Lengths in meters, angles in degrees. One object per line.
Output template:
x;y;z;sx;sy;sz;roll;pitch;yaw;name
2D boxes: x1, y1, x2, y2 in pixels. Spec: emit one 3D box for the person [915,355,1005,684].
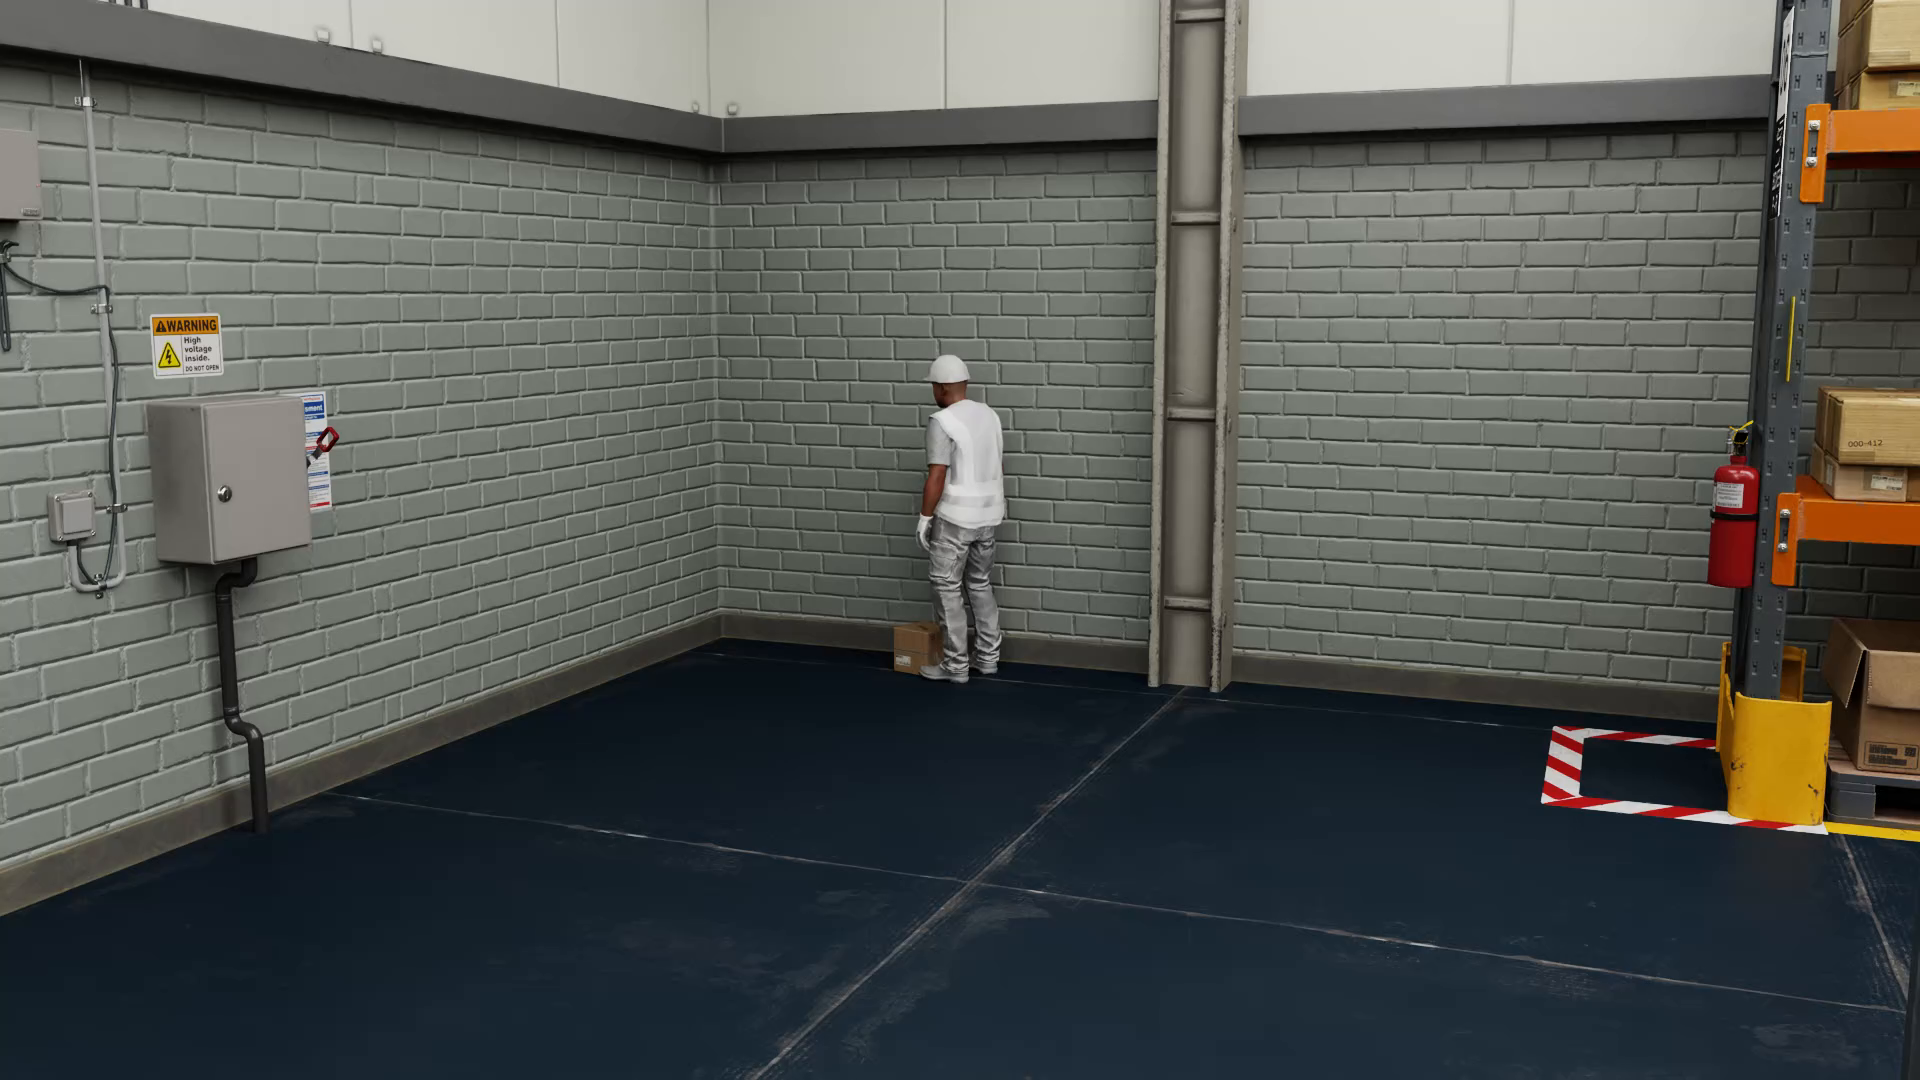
0.002;-0.120;9.105;0.446;1.774;0.618;7;11;40;person
